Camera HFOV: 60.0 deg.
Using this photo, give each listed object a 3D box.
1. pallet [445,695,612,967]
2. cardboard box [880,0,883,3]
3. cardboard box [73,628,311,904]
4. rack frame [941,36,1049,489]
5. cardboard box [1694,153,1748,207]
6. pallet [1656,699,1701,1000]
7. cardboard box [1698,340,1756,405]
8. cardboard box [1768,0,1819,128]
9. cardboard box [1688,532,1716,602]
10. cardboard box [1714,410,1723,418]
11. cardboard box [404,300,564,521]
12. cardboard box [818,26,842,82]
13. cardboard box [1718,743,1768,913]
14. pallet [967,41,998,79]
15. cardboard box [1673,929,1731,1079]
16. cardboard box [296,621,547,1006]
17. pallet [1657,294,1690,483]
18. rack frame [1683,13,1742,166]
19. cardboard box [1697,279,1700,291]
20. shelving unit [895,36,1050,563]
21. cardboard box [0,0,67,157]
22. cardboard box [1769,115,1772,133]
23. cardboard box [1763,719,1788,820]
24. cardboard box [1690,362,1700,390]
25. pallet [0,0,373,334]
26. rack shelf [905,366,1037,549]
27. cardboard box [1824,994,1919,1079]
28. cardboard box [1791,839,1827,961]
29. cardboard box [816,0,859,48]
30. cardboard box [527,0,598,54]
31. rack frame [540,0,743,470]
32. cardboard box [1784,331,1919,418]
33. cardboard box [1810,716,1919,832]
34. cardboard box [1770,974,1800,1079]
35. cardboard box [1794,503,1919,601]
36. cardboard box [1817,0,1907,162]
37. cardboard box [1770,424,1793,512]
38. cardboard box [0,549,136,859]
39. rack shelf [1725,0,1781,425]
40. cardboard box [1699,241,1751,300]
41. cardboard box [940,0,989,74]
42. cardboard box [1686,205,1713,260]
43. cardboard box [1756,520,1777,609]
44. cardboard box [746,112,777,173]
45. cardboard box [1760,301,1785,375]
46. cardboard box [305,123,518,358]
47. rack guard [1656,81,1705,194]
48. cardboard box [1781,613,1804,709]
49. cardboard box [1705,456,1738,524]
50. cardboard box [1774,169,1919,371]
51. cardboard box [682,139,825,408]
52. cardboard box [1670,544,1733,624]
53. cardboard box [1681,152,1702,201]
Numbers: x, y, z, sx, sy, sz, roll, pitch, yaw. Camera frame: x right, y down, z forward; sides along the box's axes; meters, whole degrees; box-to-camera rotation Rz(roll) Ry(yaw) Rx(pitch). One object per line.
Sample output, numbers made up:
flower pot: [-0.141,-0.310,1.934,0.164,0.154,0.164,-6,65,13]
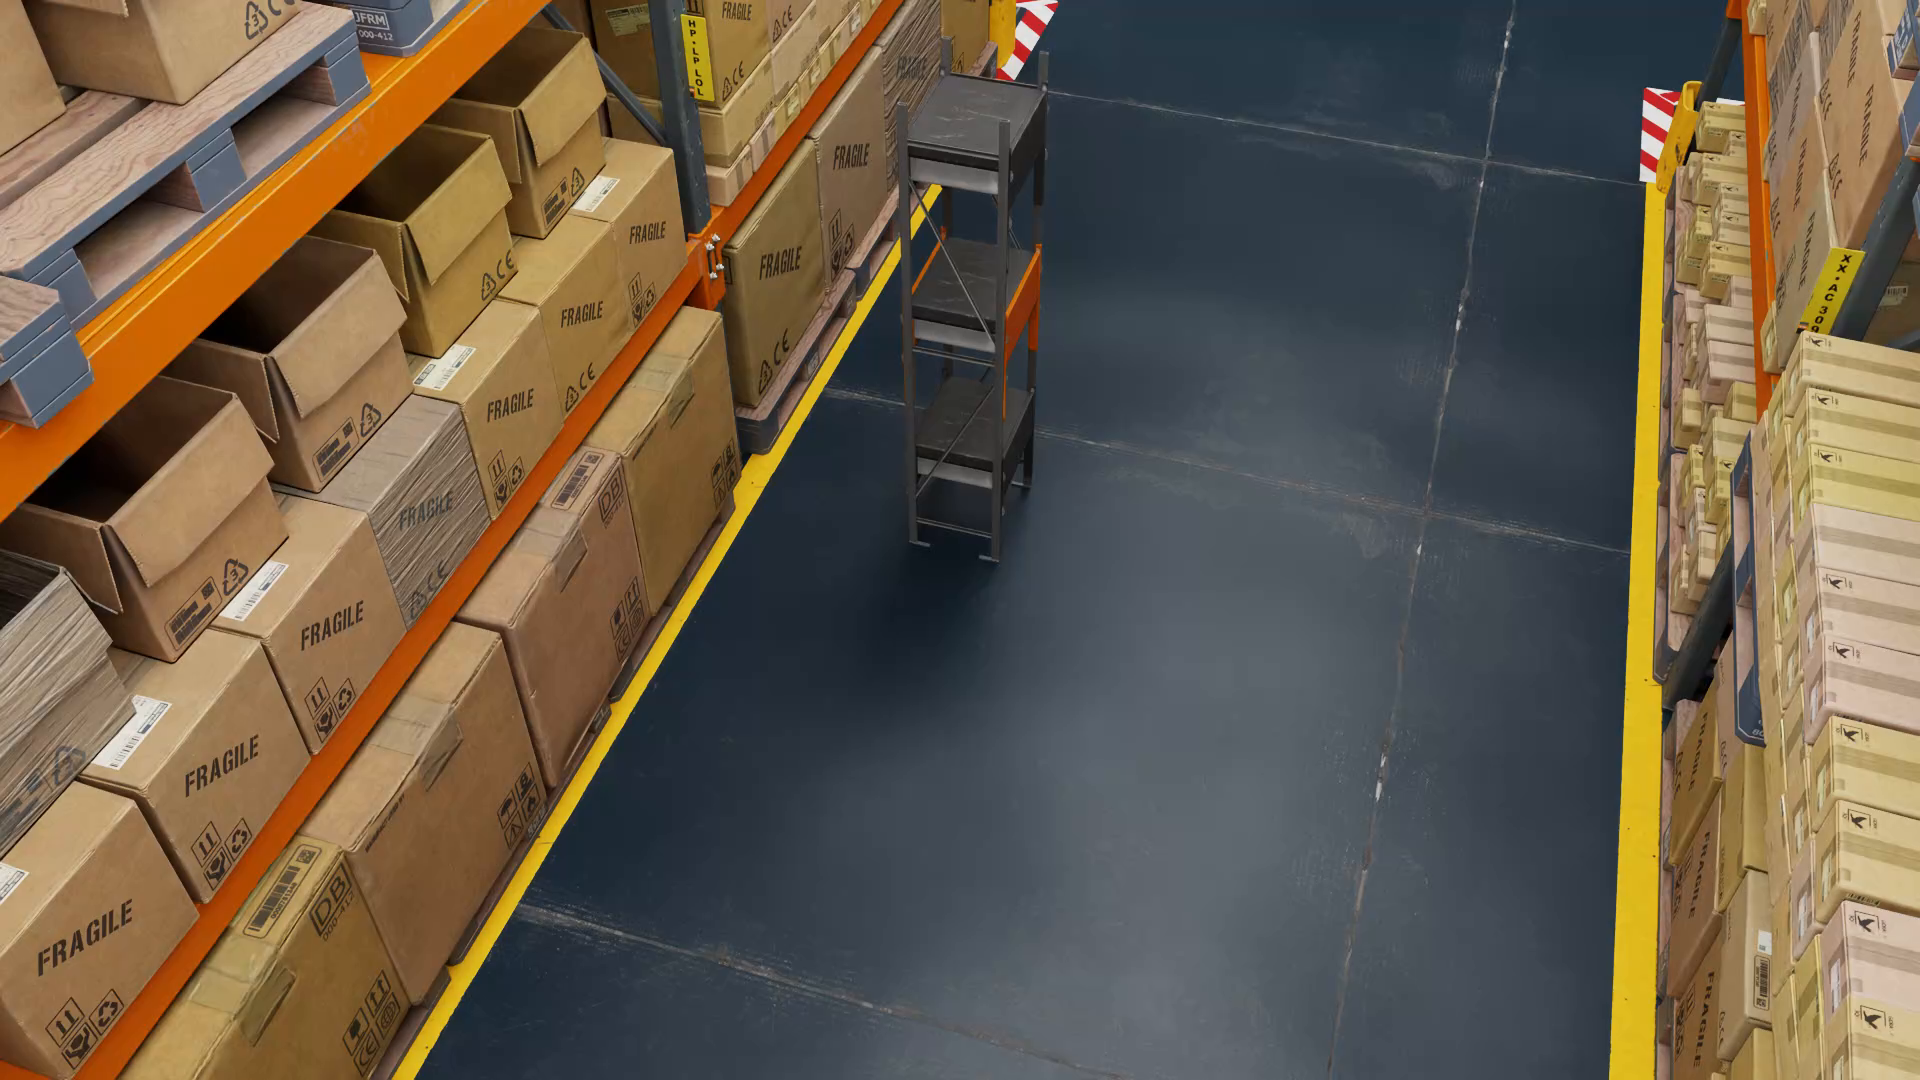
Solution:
pallet: [-2.001,0.879,6.100,1.003,0.211,1.213,13,46,13]
cardboard box: [-0.517,-2.714,7.958,0.380,0.149,0.250,13,46,13]
cardboard box: [-2.122,0.556,4.365,0.500,0.500,0.500,11,46,11]
rack frame: [0.124,-1.023,6.694,0.400,2.100,0.015,13,46,12]
cardboard box: [3.787,-1.729,8.084,0.380,0.149,0.250,12,46,12]
pallet: [2.991,1.170,5.802,1.003,0.211,1.213,13,46,13]
cardboard box: [3.340,-0.685,7.017,0.380,0.149,0.250,10,45,11]
cardboard box: [3.591,-1.886,6.648,0.500,0.500,0.500,11,46,11]
cardboard box: [3.018,0.139,6.387,0.380,0.149,0.250,13,46,13]
cardboard box: [3.321,-0.372,6.910,0.380,0.149,0.250,13,46,13]
cardboard box: [-1.661,-0.452,5.395,0.500,0.500,0.500,12,46,12]
cardboard box: [-0.751,-2.198,7.430,0.380,0.149,0.250,12,46,12]
cardboard box: [2.591,0.921,5.013,0.500,0.250,0.500,14,46,14]
pallet: [-0.428,-2.584,9.639,1.003,0.211,1.213,13,46,13]
cardboard box: [2.444,1.539,4.919,0.500,0.500,0.500,13,46,13]
cardboard box: [-2.177,0.764,5.443,1.225,0.875,0.875,13,46,13]
pallet: [3.762,-0.620,7.632,1.003,0.211,1.213,13,46,13]
rack frame: [4.436,-3.012,8.082,1.000,3.000,0.127,13,46,13]
cardboard box: [3.735,-1.166,7.934,0.380,0.149,0.250,13,46,13]
shelving unit: [0.050,-0.861,6.527,0.431,2.100,0.503,13,46,12]
cardboard box: [-2.389,-1.071,3.583,0.500,0.500,0.500,15,46,15]
cardboard box: [3.602,-1.725,6.947,0.380,0.149,0.250,14,46,14]
cardboard box: [2.277,0.630,4.239,0.380,0.149,0.250,12,46,12]
cardboard box: [3.476,-0.660,7.417,0.380,0.149,0.250,13,46,13]
pallet: [-2.202,-0.989,4.005,1.003,0.211,1.213,15,46,14]
rack shelf: [0.050,-0.351,7.026,0.431,0.518,0.480,13,46,12]
cardboard box: [1.960,1.103,3.331,0.380,0.149,0.250,14,46,14]
cardboard box: [2.118,0.868,3.784,0.380,0.149,0.250,14,46,14]
cardboard box: [-0.773,-2.451,7.404,0.500,0.250,0.500,14,46,13]
cardboard box: [-1.587,-2.148,6.557,0.500,0.500,0.500,14,46,14]
rack frame: [-1.471,-1.464,6.500,1.000,3.000,0.127,13,46,13]
cardboard box: [2.667,-0.454,4.922,0.380,0.149,0.250,15,46,15]
cardboard box: [2.199,0.589,3.857,0.380,0.149,0.250,14,46,14]
cardboard box: [2.038,1.152,3.706,0.380,0.149,0.250,11,45,11]
cardboard box: [2.431,0.070,4.387,0.380,0.149,0.250,12,46,12]
cardboard box: [3.261,-1.562,5.601,0.500,0.500,0.500,11,45,11]
cardboard box: [2.591,-0.174,4.849,0.380,0.149,0.250,12,46,12]
cardboard box: [-2.446,0.324,3.884,0.797,0.503,0.637,14,46,14]
rack shelf: [3.831,-1.422,6.972,1.077,0.370,4.000,13,46,13]
cardboard box: [3.574,-1.197,7.540,0.380,0.149,0.250,13,46,13]
cardboard box: [-0.378,-3.077,9.368,0.875,0.875,0.875,13,46,13]
cardboard box: [3.726,-1.454,8.016,0.380,0.149,0.250,14,46,14]
cardboard box: [2.510,0.111,4.770,0.380,0.149,0.250,13,46,13]
cardboard box: [-0.985,-1.676,6.896,0.380,0.149,0.250,11,45,11]
cardboard box: [3.063,-0.691,5.890,0.380,0.149,0.250,11,46,11]
cardboard box: [-1.876,-0.976,5.213,0.797,0.503,0.637,13,46,13]
rack guard: [4.413,-2.068,8.905,1.175,0.500,0.348,13,46,13]
cardboard box: [2.355,0.352,4.312,0.380,0.149,0.250,14,46,14]
cardboard box: [3.124,-0.161,6.481,0.380,0.149,0.250,13,46,13]
cardboard box: [3.102,-0.870,5.609,0.500,0.500,0.500,13,46,13]
cardboard box: [-1.195,-1.277,7.529,0.875,0.875,0.875,13,46,13]
cardboard box: [3.019,0.189,6.549,0.380,0.149,0.250,13,46,13]
cardboard box: [3.973,-1.862,8.645,0.380,0.149,0.250,13,46,13]
